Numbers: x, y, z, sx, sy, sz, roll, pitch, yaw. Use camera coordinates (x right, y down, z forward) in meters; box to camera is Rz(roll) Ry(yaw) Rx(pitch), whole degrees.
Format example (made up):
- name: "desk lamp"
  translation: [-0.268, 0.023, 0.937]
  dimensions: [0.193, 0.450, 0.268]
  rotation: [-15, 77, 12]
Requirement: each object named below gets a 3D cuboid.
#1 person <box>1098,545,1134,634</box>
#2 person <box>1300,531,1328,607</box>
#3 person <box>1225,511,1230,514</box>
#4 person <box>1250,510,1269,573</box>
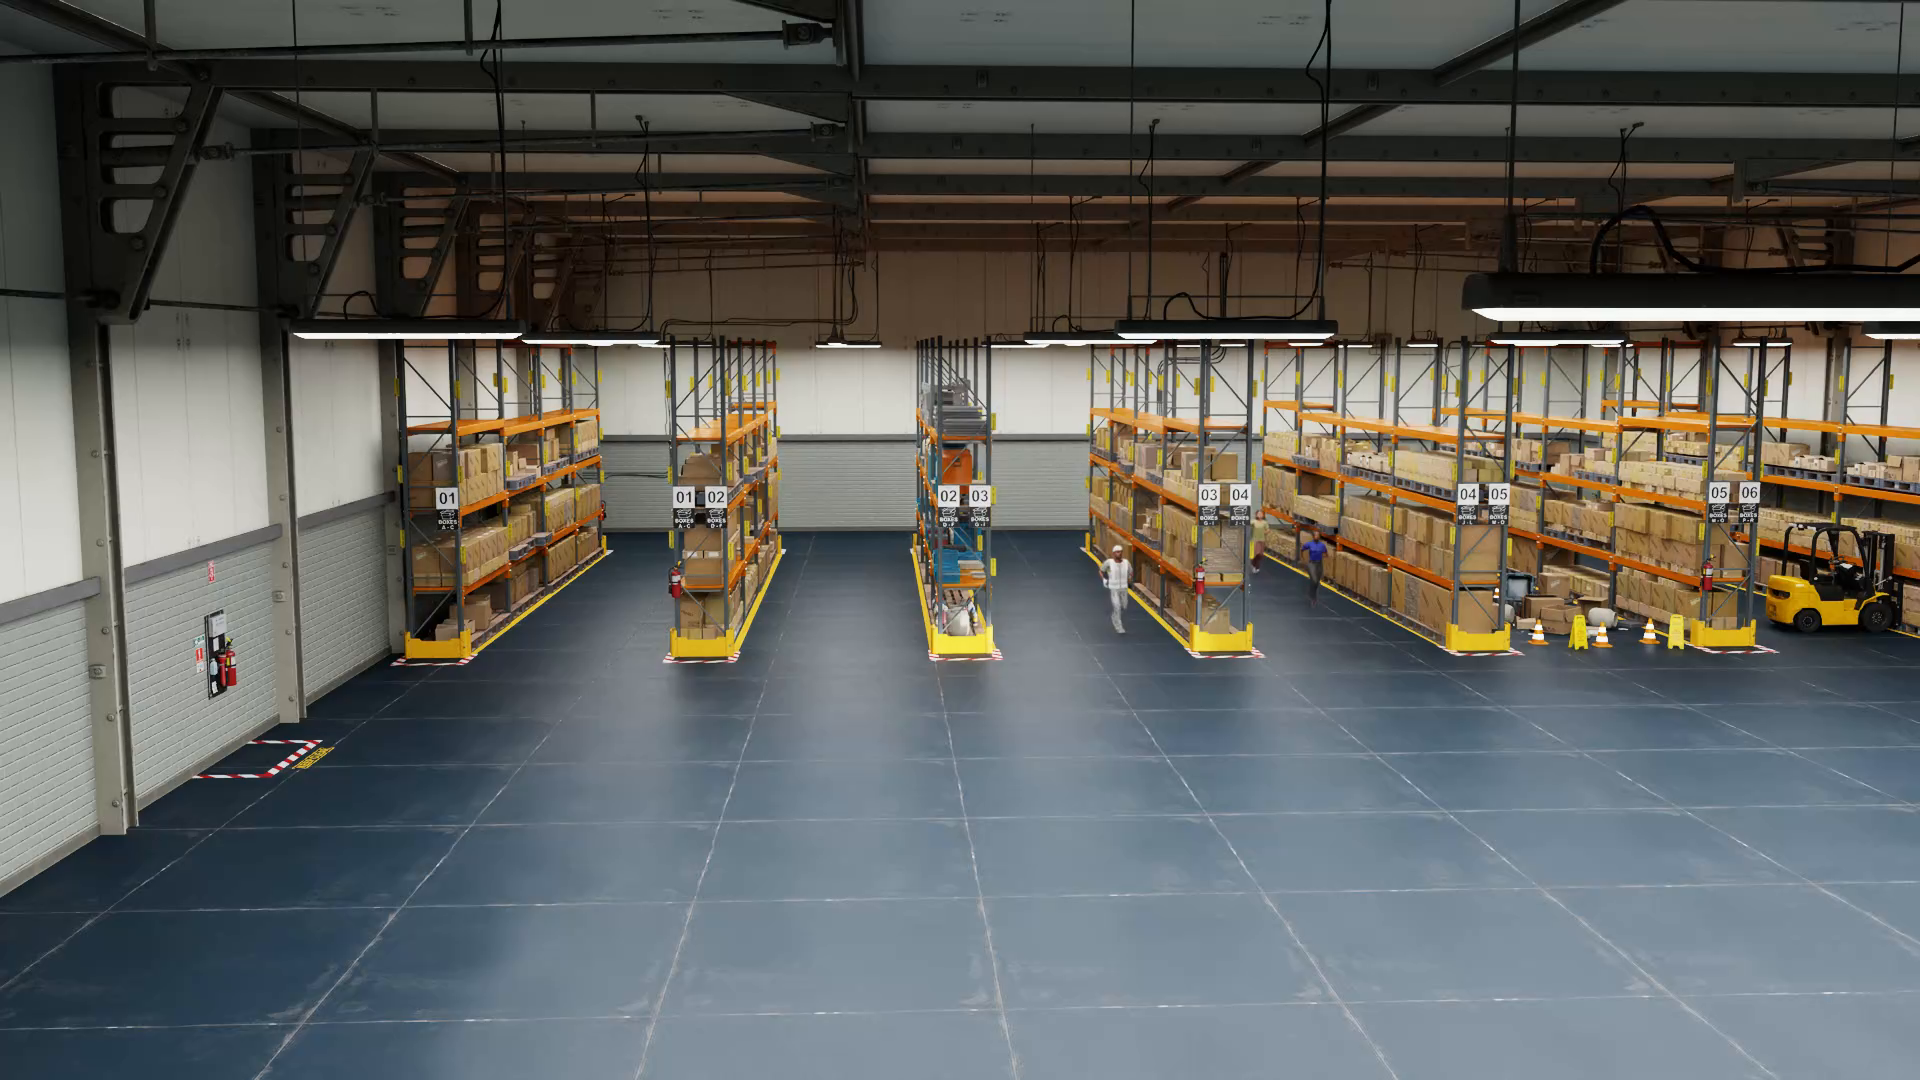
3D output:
- name: "person"
  translation: [3.216, 0.987, 33.938]
  dimensions: [0.696, 1.762, 0.946]
  rotation: [-2, 7, -16]
- name: "person"
  translation: [8.007, 0.641, 37.546]
  dimensions: [0.547, 1.718, 0.777]
  rotation: [-2, 7, -13]
- name: "person"
  translation: [7.466, -0.520, 48.099]
  dimensions: [0.622, 1.560, 0.674]
  rotation: [-5, 8, -40]
- name: "person"
  translation: [7.676, 0.037, 42.732]
  dimensions: [0.550, 1.640, 0.634]
  rotation: [-1, 7, -9]
